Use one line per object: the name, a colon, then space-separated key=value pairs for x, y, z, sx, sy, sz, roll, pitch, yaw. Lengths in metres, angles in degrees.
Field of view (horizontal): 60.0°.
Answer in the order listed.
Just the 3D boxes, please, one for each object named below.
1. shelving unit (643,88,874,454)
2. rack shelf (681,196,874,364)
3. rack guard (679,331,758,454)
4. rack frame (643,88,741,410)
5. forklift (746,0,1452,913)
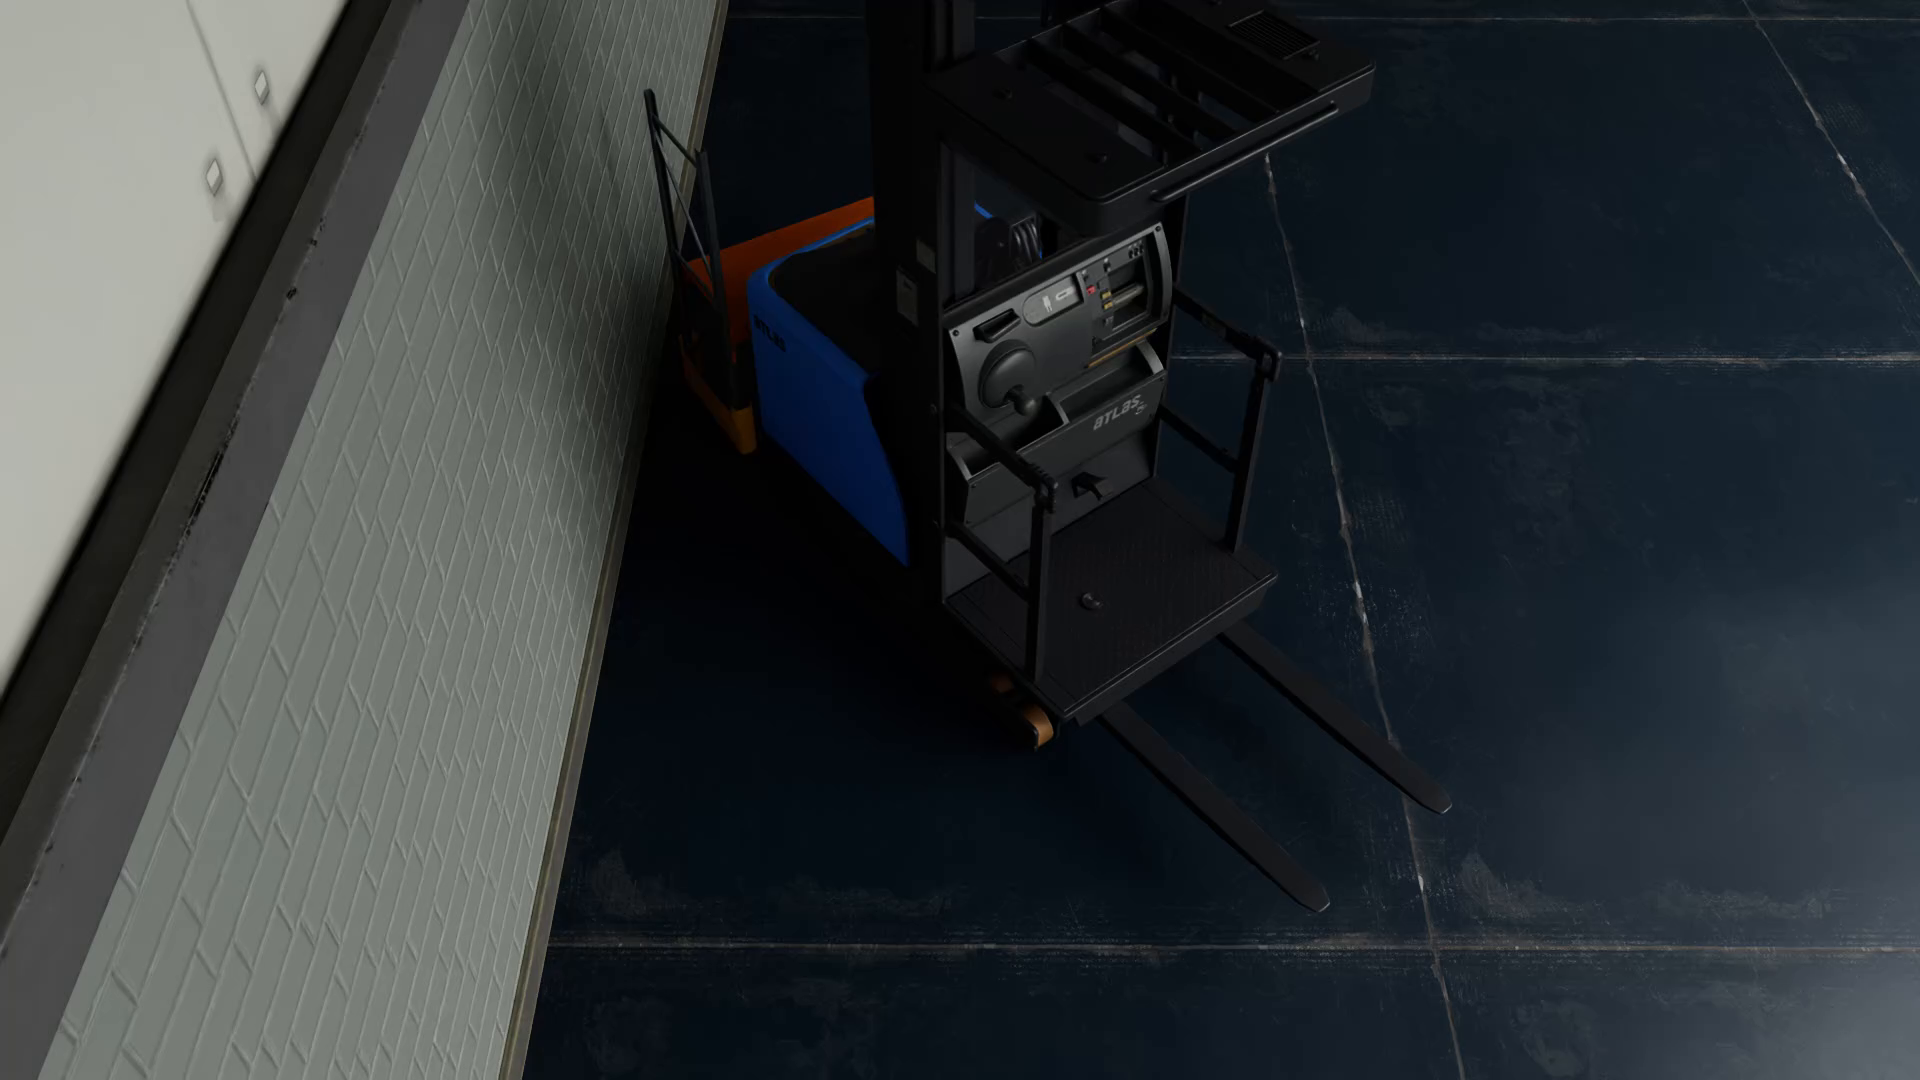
shelving unit: x=-0.634 y=-1.265 z=6.984 sx=1.083 sy=1.500 sz=0.587 roll=-24 pitch=52 yaw=-21
rack shelf: x=-0.641 y=-1.139 z=7.112 sx=1.000 sy=0.185 sz=0.538 roll=-24 pitch=52 yaw=-21
rack guard: x=-1.057 y=-0.648 z=7.263 sx=0.087 sy=0.250 sz=0.587 roll=-24 pitch=52 yaw=-21
rack frame: x=-1.074 y=-1.066 z=6.799 sx=0.032 sy=1.500 sz=0.500 roll=-24 pitch=52 yaw=-21
forklift: x=0.480 y=-0.654 z=5.437 sx=1.130 sy=2.935 sz=3.031 roll=-30 pitch=54 yaw=-25
